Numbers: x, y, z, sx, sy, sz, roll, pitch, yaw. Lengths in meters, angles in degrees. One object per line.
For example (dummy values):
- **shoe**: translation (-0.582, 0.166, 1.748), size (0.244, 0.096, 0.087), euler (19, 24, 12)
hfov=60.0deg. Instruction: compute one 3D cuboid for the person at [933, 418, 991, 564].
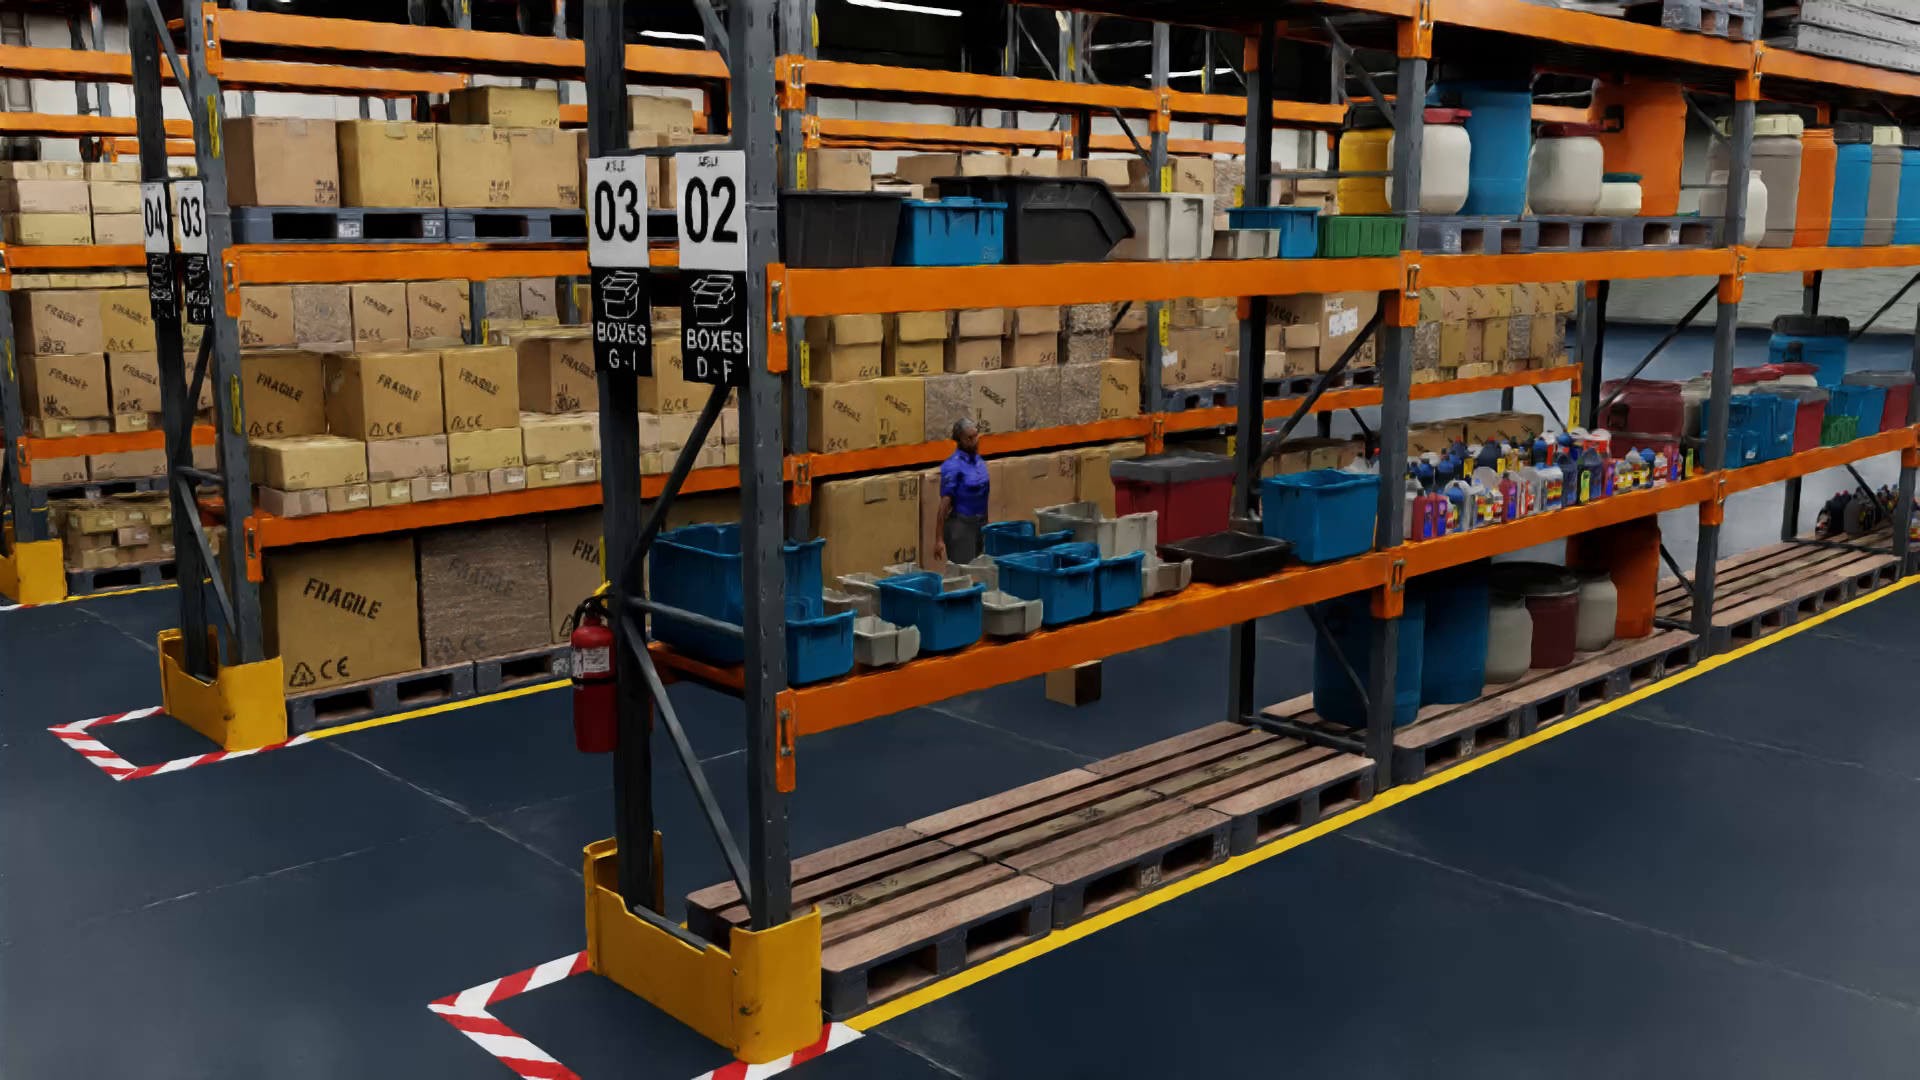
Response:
- **person**: translation (0.023, -0.034, 11.589), size (0.622, 1.645, 0.687), euler (6, 12, 30)
